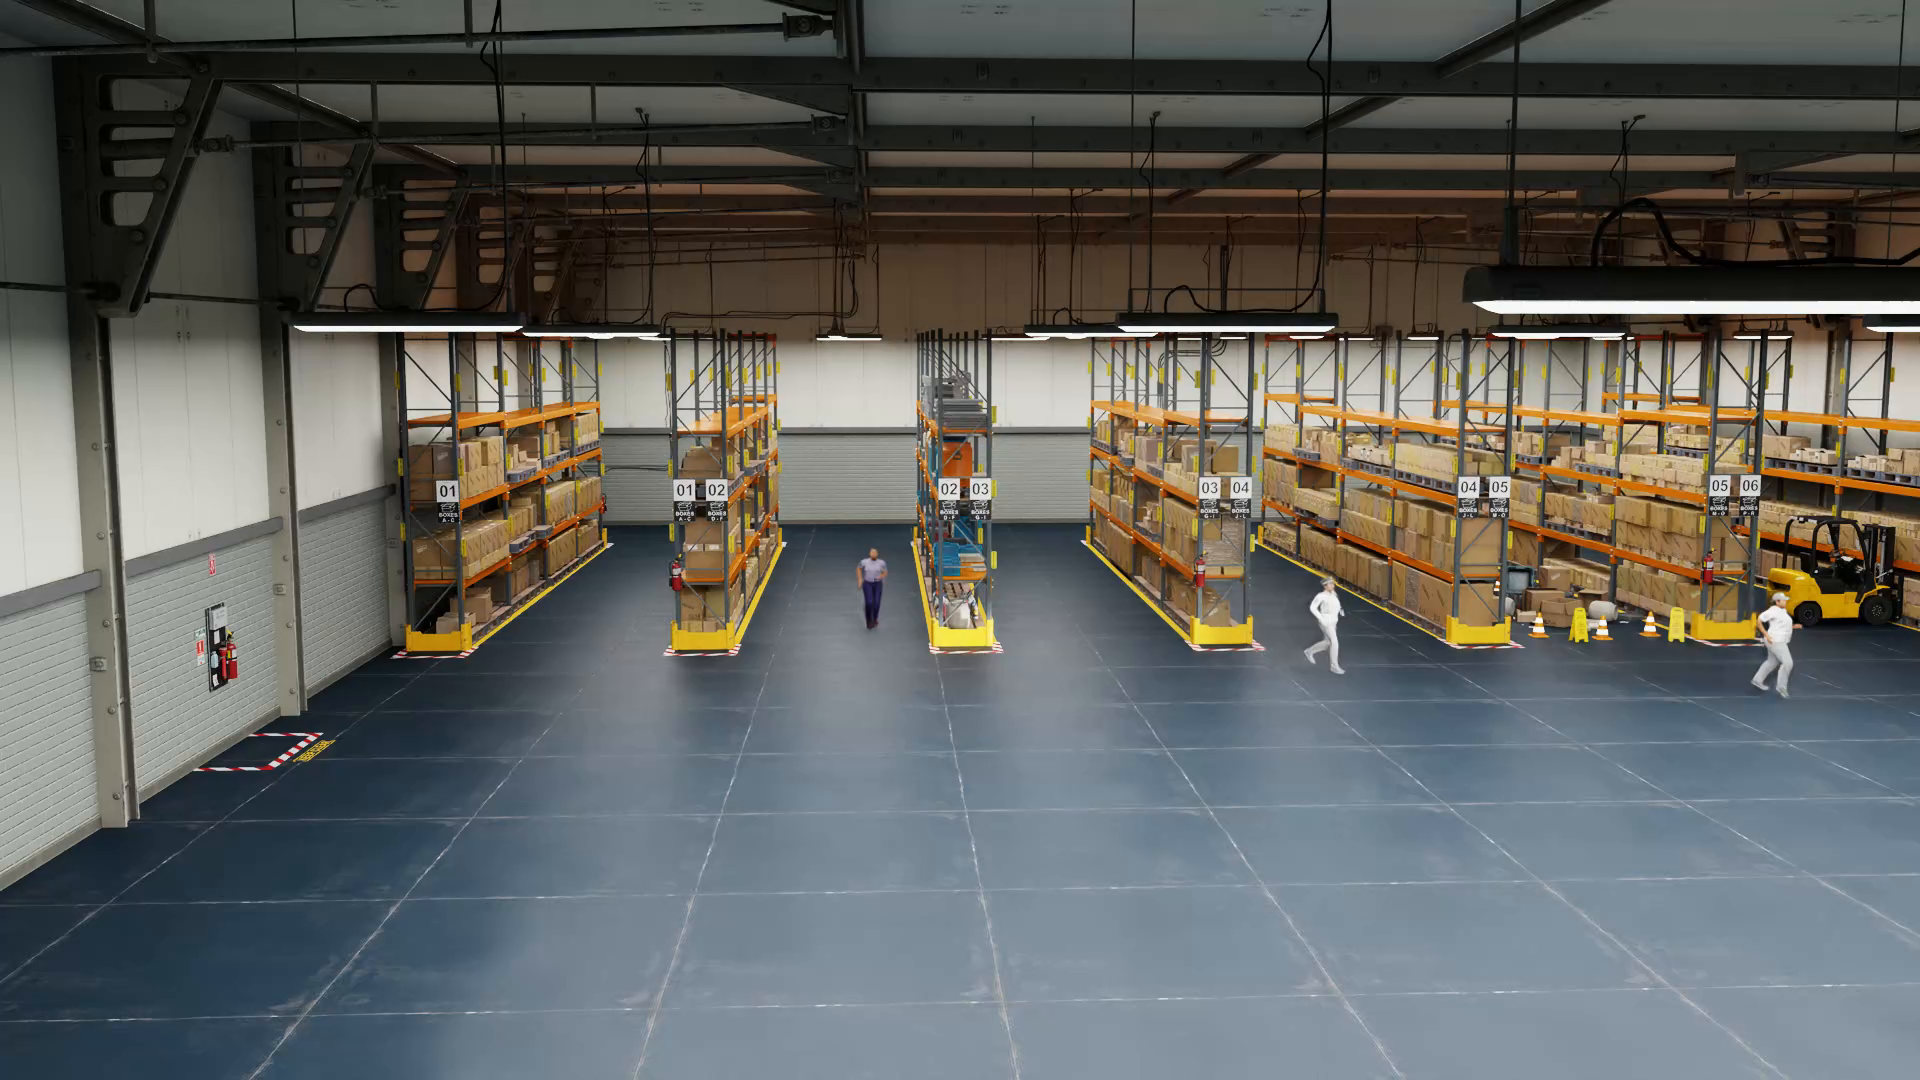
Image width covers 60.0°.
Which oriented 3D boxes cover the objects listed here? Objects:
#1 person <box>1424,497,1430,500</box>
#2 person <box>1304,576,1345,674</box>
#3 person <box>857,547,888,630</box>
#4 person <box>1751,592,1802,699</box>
[{"bbox_3d":[13.988,-0.922,49.514,0.856,1.616,0.691,1,7,10],"label":"person"},{"bbox_3d":[6.422,1.461,29.183,0.815,1.704,0.608,6,9,43],"label":"person"},{"bbox_3d":[-1.747,0.989,33.469,0.570,1.668,0.796,-1,7,-12],"label":"person"},{"bbox_3d":[13.335,1.713,27.150,0.735,1.732,0.577,6,9,40],"label":"person"}]
